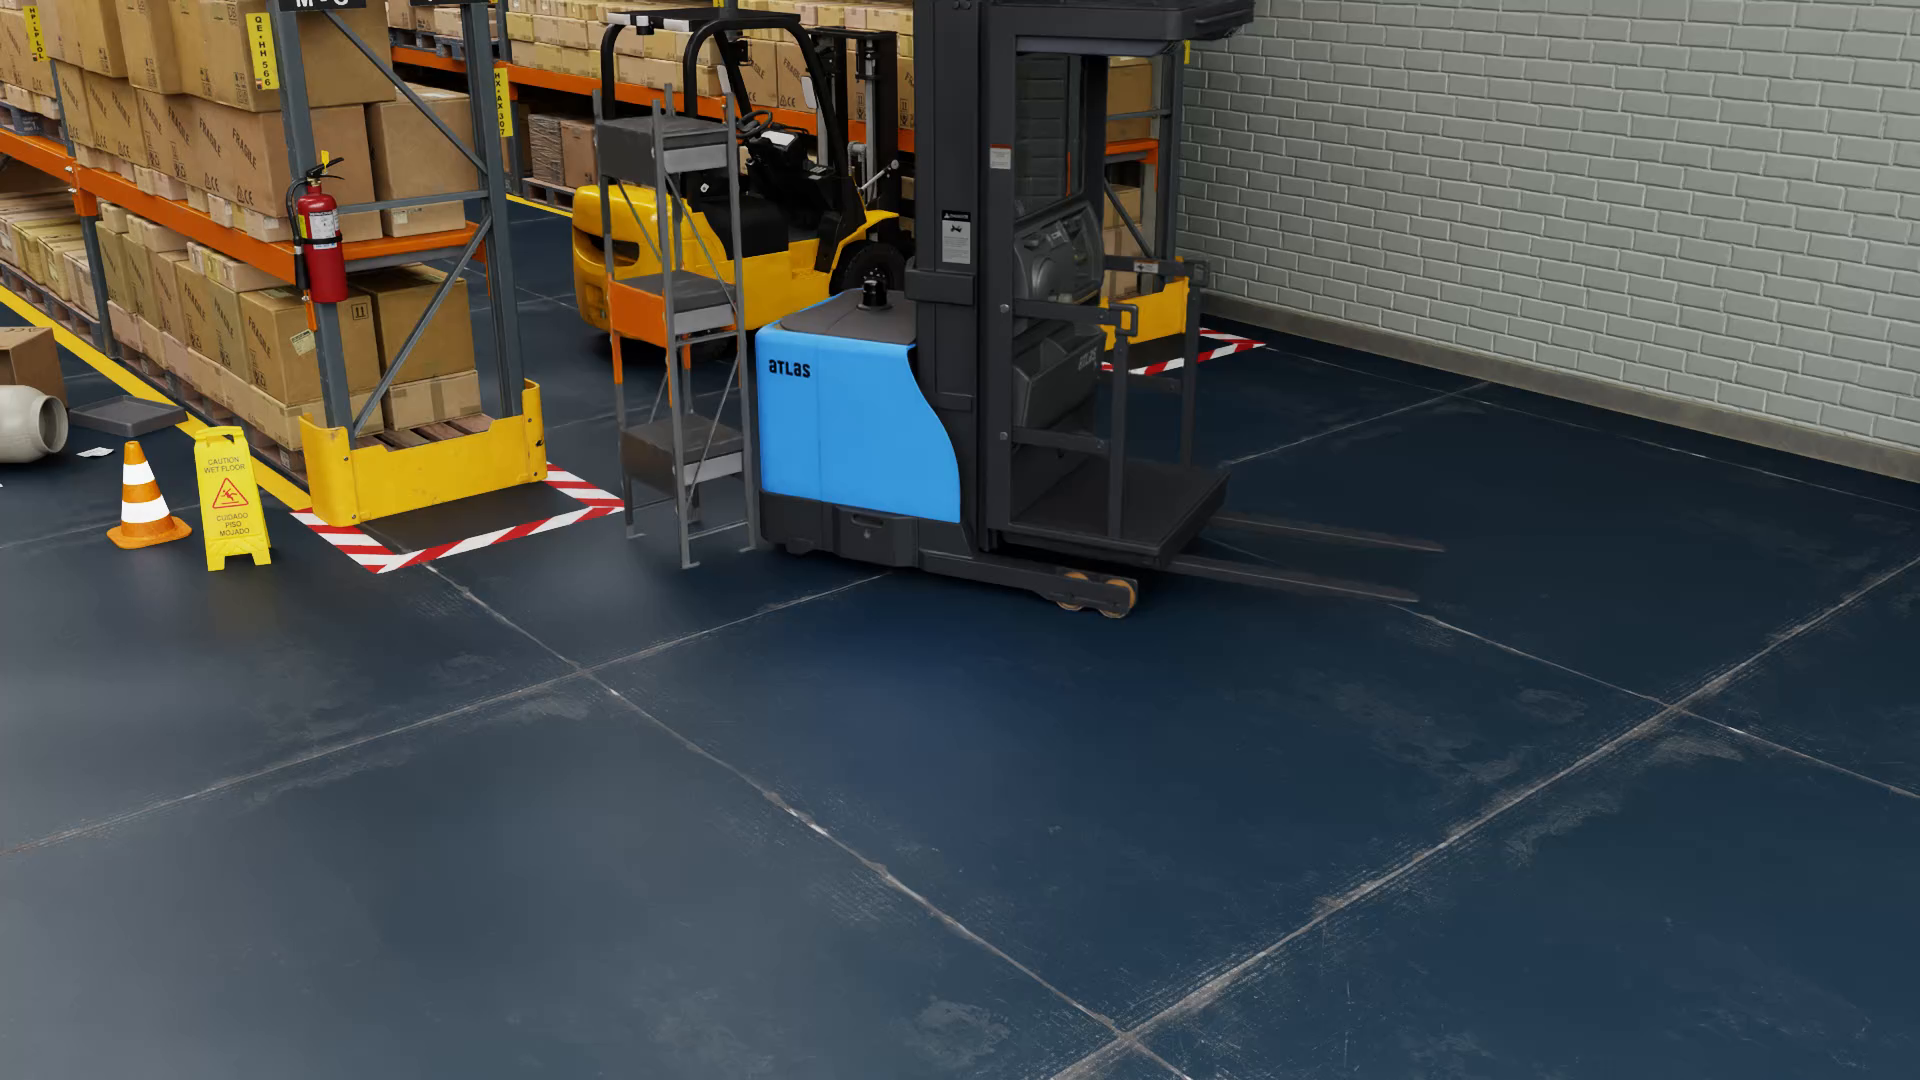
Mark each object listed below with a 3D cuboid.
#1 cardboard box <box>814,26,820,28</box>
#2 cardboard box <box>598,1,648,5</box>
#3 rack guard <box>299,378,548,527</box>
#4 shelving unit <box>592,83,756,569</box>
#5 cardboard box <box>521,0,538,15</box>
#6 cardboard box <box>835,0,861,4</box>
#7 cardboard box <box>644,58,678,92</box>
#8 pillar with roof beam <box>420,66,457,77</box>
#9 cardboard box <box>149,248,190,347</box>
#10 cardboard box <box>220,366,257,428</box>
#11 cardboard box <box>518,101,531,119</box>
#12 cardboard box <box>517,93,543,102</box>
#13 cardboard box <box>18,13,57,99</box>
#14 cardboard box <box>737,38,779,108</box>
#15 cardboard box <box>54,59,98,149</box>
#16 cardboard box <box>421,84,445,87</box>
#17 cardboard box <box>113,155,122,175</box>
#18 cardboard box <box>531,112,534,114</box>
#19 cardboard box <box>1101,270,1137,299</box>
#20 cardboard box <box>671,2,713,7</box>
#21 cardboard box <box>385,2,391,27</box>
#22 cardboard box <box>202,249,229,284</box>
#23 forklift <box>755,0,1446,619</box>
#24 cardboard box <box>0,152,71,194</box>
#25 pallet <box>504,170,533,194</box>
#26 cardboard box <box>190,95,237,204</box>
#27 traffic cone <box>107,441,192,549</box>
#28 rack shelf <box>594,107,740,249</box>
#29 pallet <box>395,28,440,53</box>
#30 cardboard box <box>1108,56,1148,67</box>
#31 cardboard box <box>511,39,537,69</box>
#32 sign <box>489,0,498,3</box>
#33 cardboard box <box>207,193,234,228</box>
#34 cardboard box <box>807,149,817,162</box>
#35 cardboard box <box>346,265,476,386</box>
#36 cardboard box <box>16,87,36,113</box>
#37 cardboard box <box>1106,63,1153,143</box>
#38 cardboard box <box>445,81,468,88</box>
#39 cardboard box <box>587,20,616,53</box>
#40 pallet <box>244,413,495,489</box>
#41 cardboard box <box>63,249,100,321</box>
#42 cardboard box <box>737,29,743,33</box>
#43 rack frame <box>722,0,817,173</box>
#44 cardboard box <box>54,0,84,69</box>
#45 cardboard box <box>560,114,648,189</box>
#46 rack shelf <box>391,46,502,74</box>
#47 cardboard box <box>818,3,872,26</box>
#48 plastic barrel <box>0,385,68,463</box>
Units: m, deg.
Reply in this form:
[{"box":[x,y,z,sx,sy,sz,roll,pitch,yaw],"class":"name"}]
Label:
[{"box":[-0.878,-3.806,12.562,0.380,0.149,0.250,-18,28,-38],"class":"cardboard box"},{"box":[-3.056,-4.796,15.089,0.380,0.149,0.250,-17,27,-37],"class":"cardboard box"},{"box":[-2.720,-0.473,8.505,1.175,0.500,0.348,-17,27,-37],"class":"rack guard"},{"box":[-1.284,-0.959,7.553,0.431,2.100,0.503,-18,28,-38],"class":"shelving unit"},{"box":[-3.974,-5.125,15.930,0.380,0.149,0.250,-17,27,-36],"class":"cardboard box"},{"box":[-0.770,-4.225,13.223,0.380,0.149,0.250,-18,28,-38],"class":"cardboard box"},{"box":[-2.383,-4.048,14.412,0.500,0.250,0.500,-18,27,-38],"class":"cardboard box"},{"box":[-9.778,-8.289,16.808,9.100,9.000,0.400,-17,27,-37],"class":"pillar with roof beam"},{"box":[-4.405,-1.469,9.788,0.500,0.500,0.500,-16,26,-35],"class":"cardboard box"},{"box":[-3.734,-0.835,9.197,0.500,0.250,0.500,-17,27,-37],"class":"cardboard box"},{"box":[-4.648,-4.418,17.114,0.380,0.149,0.250,-19,28,-40],"class":"cardboard box"},{"box":[-4.614,-4.690,17.807,0.380,0.149,0.250,-17,27,-37],"class":"cardboard box"},{"box":[-5.756,-3.174,10.854,0.500,0.500,0.500,-18,28,-38],"class":"cardboard box"},{"box":[-1.431,-3.765,13.347,0.500,0.500,0.500,-18,28,-39],"class":"cardboard box"},{"box":[-5.205,-2.718,10.265,0.500,0.500,0.500,-18,27,-38],"class":"cardboard box"},{"box":[-5.973,-5.008,18.619,0.380,0.149,0.250,-18,27,-38],"class":"cardboard box"},{"box":[-4.918,-2.317,10.130,0.380,0.149,0.250,-18,27,-38],"class":"cardboard box"},{"box":[-4.502,-4.363,17.863,0.500,0.500,0.500,-17,27,-37],"class":"cardboard box"},{"box":[0.916,-1.896,11.905,0.500,0.250,0.500,-17,27,-37],"class":"cardboard box"},{"box":[-2.382,-4.765,15.010,0.380,0.149,0.250,-18,27,-38],"class":"cardboard box"},{"box":[-6.129,-5.771,18.214,0.396,0.266,0.258,-16,26,-35],"class":"cardboard box"},{"box":[-3.843,-1.497,8.969,0.380,0.149,0.250,-17,27,-37],"class":"cardboard box"},{"box":[0.620,-1.248,7.152,3.031,2.935,1.130,9,23,23],"class":"forklift"},{"box":[-8.280,-3.243,14.487,0.875,0.875,0.875,-18,28,-38],"class":"cardboard box"},{"box":[-4.593,-3.925,17.716,1.003,0.211,1.213,-17,27,-37],"class":"pallet"},{"box":[-3.556,-2.024,8.494,0.500,0.500,0.500,-17,27,-37],"class":"cardboard box"},{"box":[-3.928,-0.246,7.977,0.336,0.463,0.334,-17,27,-37],"class":"traffic cone"},{"box":[-1.284,-1.598,7.302,0.431,0.518,0.480,-18,28,-38],"class":"rack shelf"},{"box":[-5.407,-5.455,18.062,1.003,0.211,1.213,-17,27,-37],"class":"pallet"},{"box":[1.063,-3.302,11.275,0.380,0.149,0.250,-18,28,-39],"class":"cardboard box"},{"box":[-4.030,-4.758,16.224,0.500,0.250,0.500,-17,27,-37],"class":"cardboard box"},{"box":[-4.539,-5.379,16.125,0.100,0.325,0.005,-17,27,-37],"class":"sign"},{"box":[-3.668,-1.734,8.643,0.380,0.149,0.250,-17,27,-37],"class":"cardboard box"},{"box":[-1.119,-2.932,13.180,0.500,0.250,0.500,-17,27,-37],"class":"cardboard box"},{"box":[-3.003,-1.175,9.037,0.500,0.500,0.500,-19,28,-39],"class":"cardboard box"},{"box":[-6.180,-3.015,11.338,0.380,0.149,0.250,-18,28,-38],"class":"cardboard box"},{"box":[0.975,-3.048,11.515,0.500,0.500,0.500,-16,27,-36],"class":"cardboard box"},{"box":[-5.619,-5.124,18.916,0.380,0.149,0.250,-17,27,-36],"class":"cardboard box"},{"box":[-3.023,-4.568,15.054,0.500,0.250,0.500,-17,27,-37],"class":"cardboard box"},{"box":[-3.223,-0.571,9.152,1.003,0.211,1.213,-17,27,-37],"class":"pallet"},{"box":[-5.625,-1.837,11.588,0.950,0.372,0.625,-17,27,-37],"class":"cardboard box"},{"box":[-1.914,-4.293,13.806,0.380,0.149,0.250,-16,27,-36],"class":"cardboard box"},{"box":[-1.523,-3.903,13.837,1.000,3.000,0.127,-17,27,-37],"class":"rack frame"},{"box":[-4.841,-3.052,9.746,0.700,0.500,0.500,-17,27,-37],"class":"cardboard box"},{"box":[-3.305,-3.744,16.110,0.875,0.625,0.625,-16,27,-36],"class":"cardboard box"},{"box":[-5.440,-5.226,18.200,1.077,0.370,4.000,-17,27,-37],"class":"rack shelf"},{"box":[-0.847,-3.952,12.526,0.380,0.149,0.250,-18,28,-38],"class":"cardboard box"},{"box":[-5.165,-0.626,9.002,0.512,0.421,0.421,0,21,-1],"class":"plastic barrel"}]
